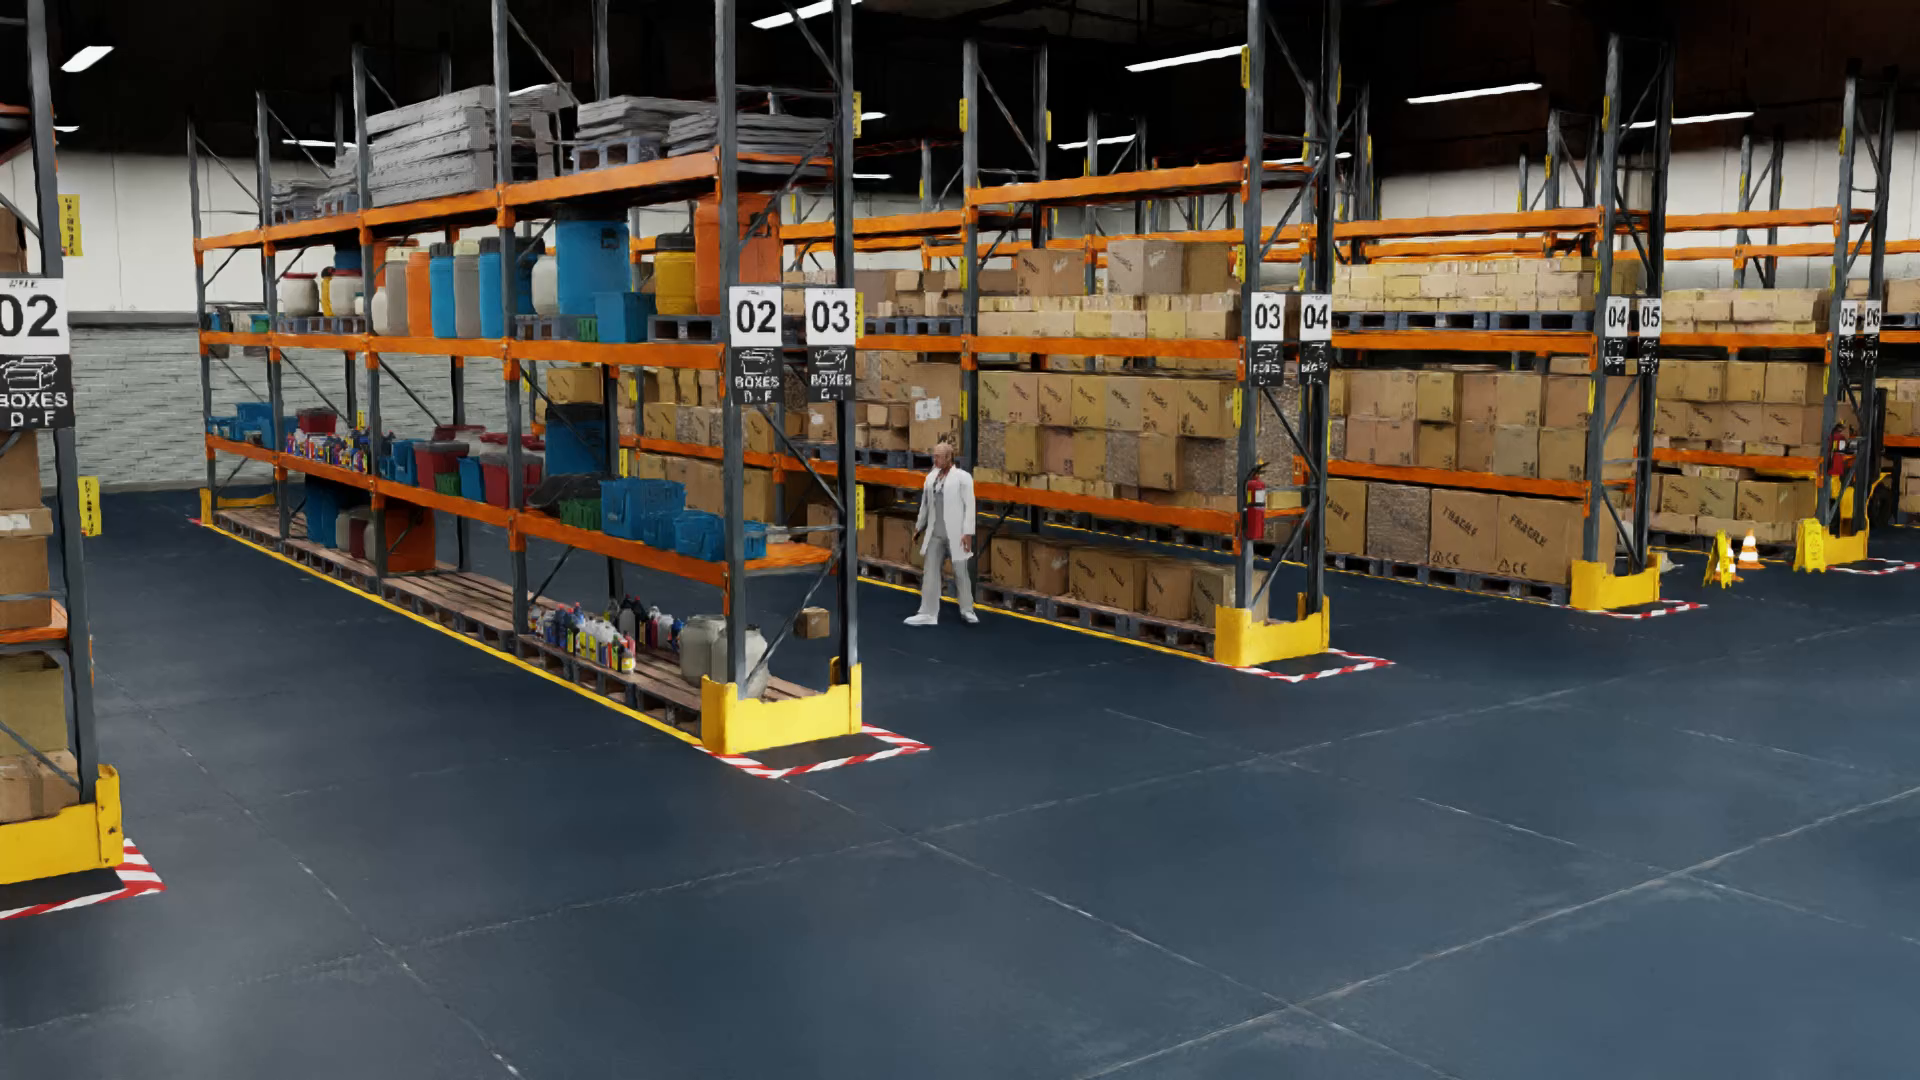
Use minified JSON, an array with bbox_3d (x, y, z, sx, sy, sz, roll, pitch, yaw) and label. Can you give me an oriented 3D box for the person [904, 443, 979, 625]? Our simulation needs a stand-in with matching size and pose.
[{"bbox_3d":[-0.177,0.041,16.205,0.716,1.578,0.688,4,9,29],"label":"person"}]
